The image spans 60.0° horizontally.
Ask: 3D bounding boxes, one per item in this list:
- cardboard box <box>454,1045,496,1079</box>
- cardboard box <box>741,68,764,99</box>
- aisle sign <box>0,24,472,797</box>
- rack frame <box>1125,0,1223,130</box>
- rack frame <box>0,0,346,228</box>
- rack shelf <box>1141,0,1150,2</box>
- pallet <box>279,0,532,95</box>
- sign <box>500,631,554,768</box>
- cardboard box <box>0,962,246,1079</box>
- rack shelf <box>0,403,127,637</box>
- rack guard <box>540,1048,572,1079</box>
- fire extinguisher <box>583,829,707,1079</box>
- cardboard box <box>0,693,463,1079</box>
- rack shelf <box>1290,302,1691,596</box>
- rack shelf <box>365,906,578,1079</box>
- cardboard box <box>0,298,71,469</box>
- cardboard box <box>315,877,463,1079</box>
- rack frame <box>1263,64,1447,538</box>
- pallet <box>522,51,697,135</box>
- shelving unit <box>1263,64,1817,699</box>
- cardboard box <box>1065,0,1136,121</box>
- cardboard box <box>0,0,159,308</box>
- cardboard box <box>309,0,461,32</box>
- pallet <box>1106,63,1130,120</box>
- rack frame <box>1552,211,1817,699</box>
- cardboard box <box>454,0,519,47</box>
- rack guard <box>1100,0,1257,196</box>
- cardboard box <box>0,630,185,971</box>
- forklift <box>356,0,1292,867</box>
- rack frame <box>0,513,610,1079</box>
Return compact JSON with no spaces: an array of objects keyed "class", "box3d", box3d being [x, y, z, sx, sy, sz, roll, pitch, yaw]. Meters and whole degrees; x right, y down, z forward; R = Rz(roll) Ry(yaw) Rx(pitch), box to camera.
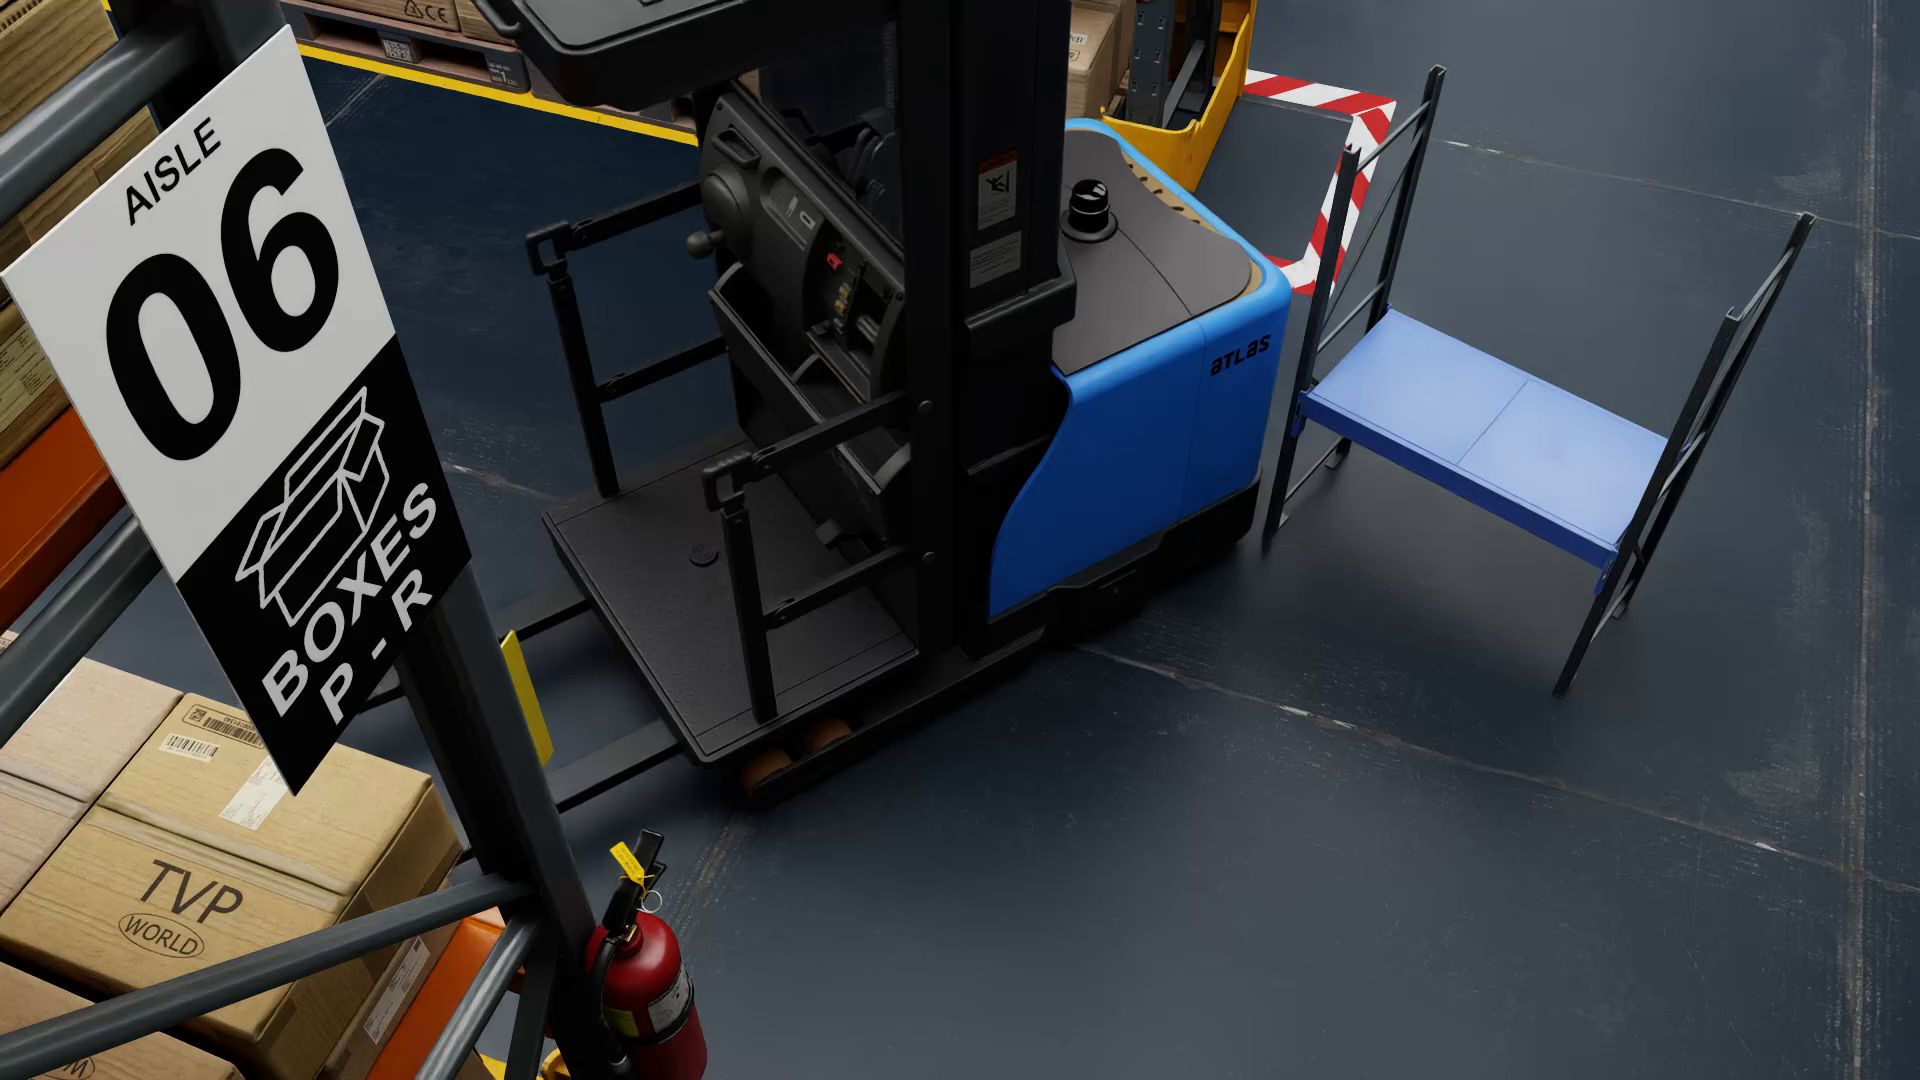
[{"class":"cardboard box","box3d":[-1.419,1.398,3.570,0.637,0.503,0.797,14,51,12]},{"class":"cardboard box","box3d":[-0.676,-2.209,6.739,0.875,0.438,0.875,17,51,14]},{"class":"aisle sign","box3d":[-0.712,-0.097,1.771,0.004,0.787,0.394,16,51,13]},{"class":"rack frame","box3d":[0.839,-2.575,5.639,0.127,3.000,1.000,16,51,13]},{"class":"rack frame","box3d":[-0.878,-1.020,0.322,0.127,3.000,1.000,16,51,13]},{"class":"rack shelf","box3d":[-1.037,-2.863,6.365,4.000,0.370,1.077,16,51,13]},{"class":"pallet","box3d":[-2.227,-2.454,7.380,1.213,0.211,1.003,16,51,13]},{"class":"sign","box3d":[-0.690,0.277,2.595,0.005,0.325,0.100,16,51,13]},{"class":"cardboard box","box3d":[-1.401,0.964,2.474,0.500,0.250,0.500,17,51,14]},{"class":"rack shelf","box3d":[-2.754,-0.326,2.181,4.000,0.370,1.077,16,51,13]},{"class":"rack guard","box3d":[-0.949,1.744,3.550,0.348,0.500,1.175,16,51,13]},{"class":"fire extinguisher","box3d":[-0.580,0.803,3.009,0.183,0.674,0.296,16,51,13]},{"class":"cardboard box","box3d":[-1.210,0.587,2.801,0.500,0.250,0.500,16,51,13]},{"class":"rack shelf","box3d":[1.550,-0.292,4.891,1.000,0.185,0.538,31,56,24]},{"class":"rack shelf","box3d":[-2.754,0.657,3.314,4.000,0.370,1.077,16,51,13]},{"class":"cardboard box","box3d":[-1.096,-0.204,1.765,0.250,0.149,0.380,17,51,14]},{"class":"cardboard box","box3d":[-1.091,0.747,2.927,0.250,0.149,0.380,15,51,13]},{"class":"rack frame","box3d":[1.155,-0.652,4.965,0.032,1.500,0.500,31,56,24]},{"class":"pallet","box3d":[-1.079,-2.136,7.104,1.213,0.211,1.003,16,51,13]},{"class":"shelving unit","box3d":[1.550,-0.410,4.755,1.048,1.500,0.538,31,56,24]},{"class":"cardboard box","box3d":[0.185,-1.975,6.537,0.875,0.438,0.875,14,51,12]},{"class":"cardboard box","box3d":[-1.199,-0.396,1.668,0.500,0.250,0.500,15,51,13]},{"class":"cardboard box","box3d":[-2.362,-2.680,7.148,0.875,0.438,0.875,15,51,13]},{"class":"pallet","box3d":[0.062,-1.815,6.826,1.213,0.211,1.003,16,51,13]},{"class":"rack frame","box3d":[1.945,-0.169,4.546,0.032,1.500,0.500,31,56,24]},{"class":"cardboard box","box3d":[-1.522,-2.446,6.945,0.875,0.438,0.875,14,51,12]},{"class":"rack guard","box3d":[0.861,-1.750,6.578,0.348,0.500,1.175,16,51,13]},{"class":"cardboard box","box3d":[-1.683,0.455,2.916,0.500,0.250,0.500,16,51,14]},{"class":"forklift","box3d":[-0.574,-0.669,4.032,3.031,2.935,1.130,-26,54,-21]},{"class":"rack frame","box3d":[-0.878,0.945,2.589,0.127,3.000,1.000,16,51,13]}]
